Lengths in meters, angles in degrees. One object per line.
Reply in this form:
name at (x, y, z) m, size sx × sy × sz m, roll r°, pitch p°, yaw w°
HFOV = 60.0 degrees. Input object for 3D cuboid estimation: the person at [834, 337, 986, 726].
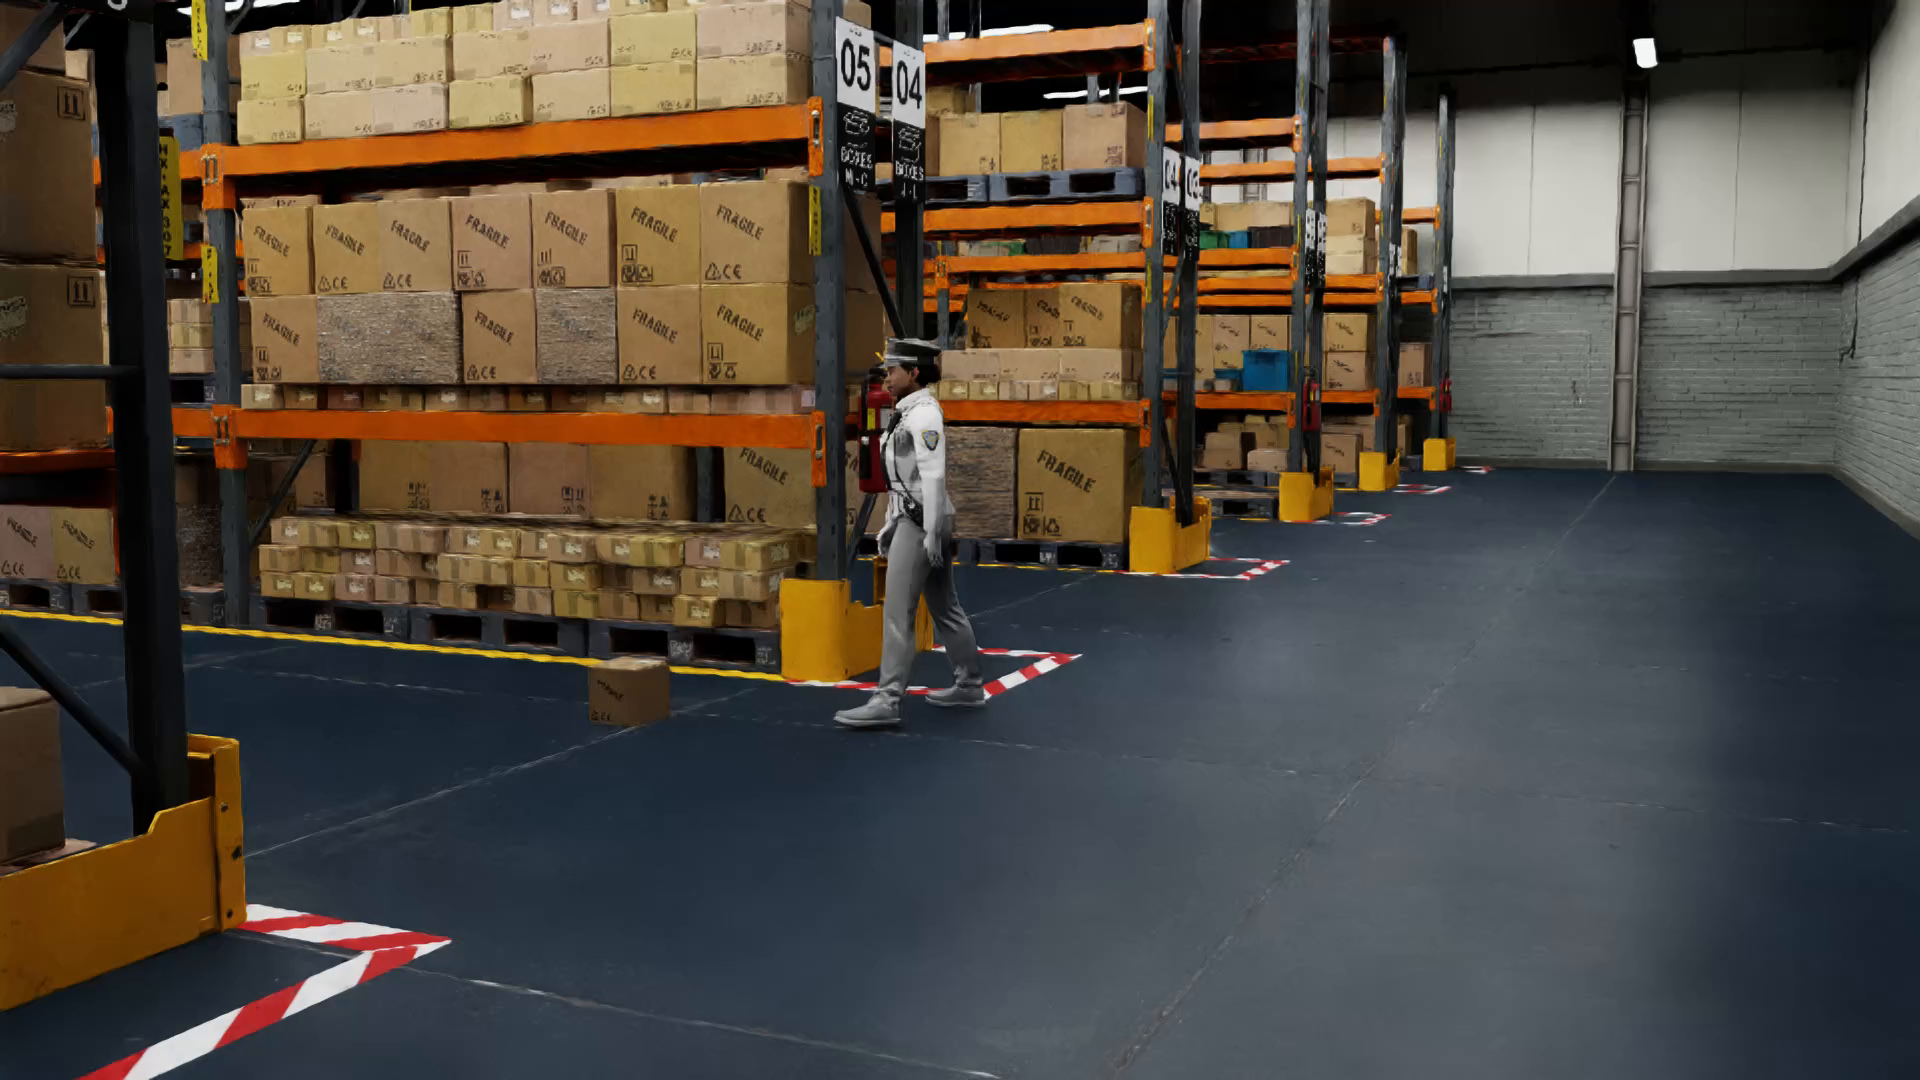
person at (-0.211, -0.054, 7.200) m, size 0.666 × 1.642 × 0.567 m, roll 0°, pitch 6°, yaw -2°
